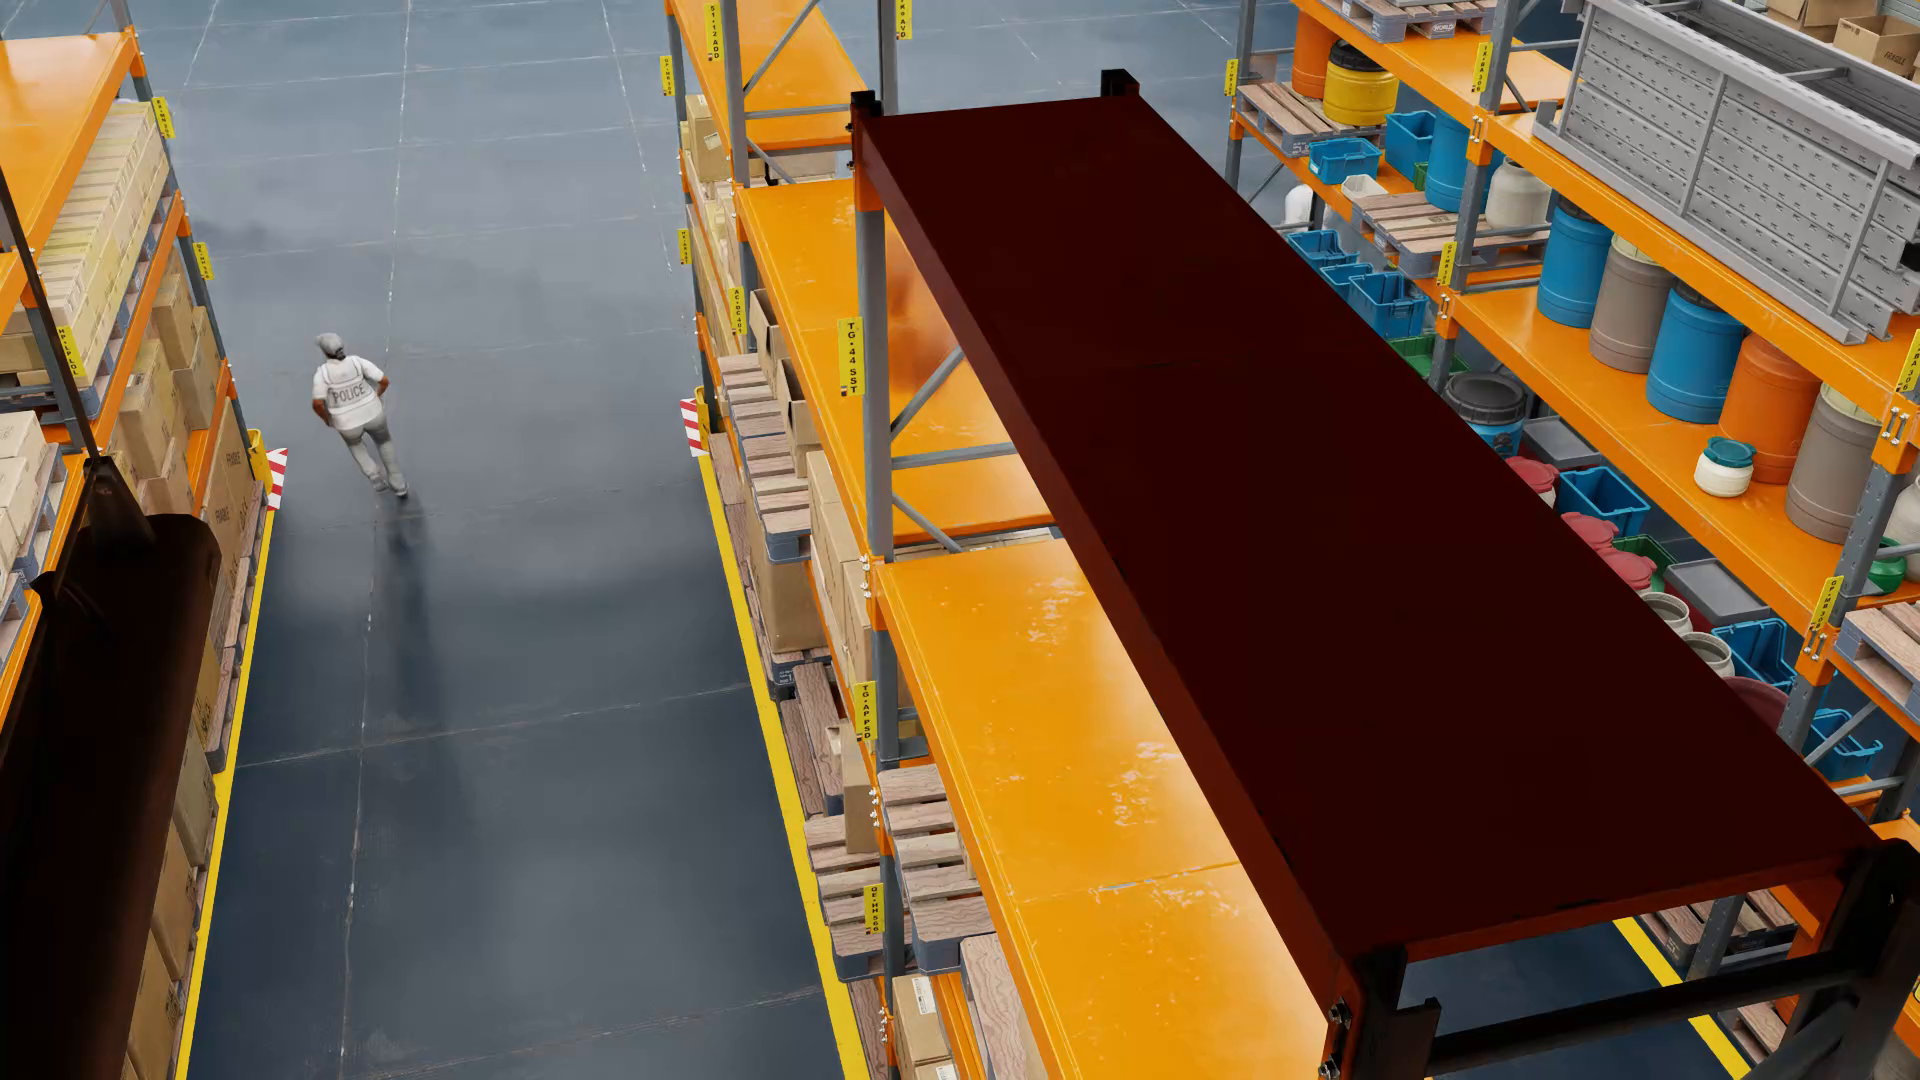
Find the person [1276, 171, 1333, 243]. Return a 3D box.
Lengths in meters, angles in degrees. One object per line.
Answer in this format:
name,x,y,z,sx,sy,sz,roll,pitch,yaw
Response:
person,3.539,-3.074,17.085,0.755,1.731,0.755,-28,43,-35

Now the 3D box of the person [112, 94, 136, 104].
person,-9.673,-4.541,19.326,0.648,1.621,0.608,13,37,18

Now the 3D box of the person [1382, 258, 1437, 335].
person,4.445,-2.735,16.536,0.707,1.818,0.815,-29,44,-35

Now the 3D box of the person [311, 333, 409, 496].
person,-5.203,-1.077,14.261,0.662,1.610,0.496,-18,38,-24
